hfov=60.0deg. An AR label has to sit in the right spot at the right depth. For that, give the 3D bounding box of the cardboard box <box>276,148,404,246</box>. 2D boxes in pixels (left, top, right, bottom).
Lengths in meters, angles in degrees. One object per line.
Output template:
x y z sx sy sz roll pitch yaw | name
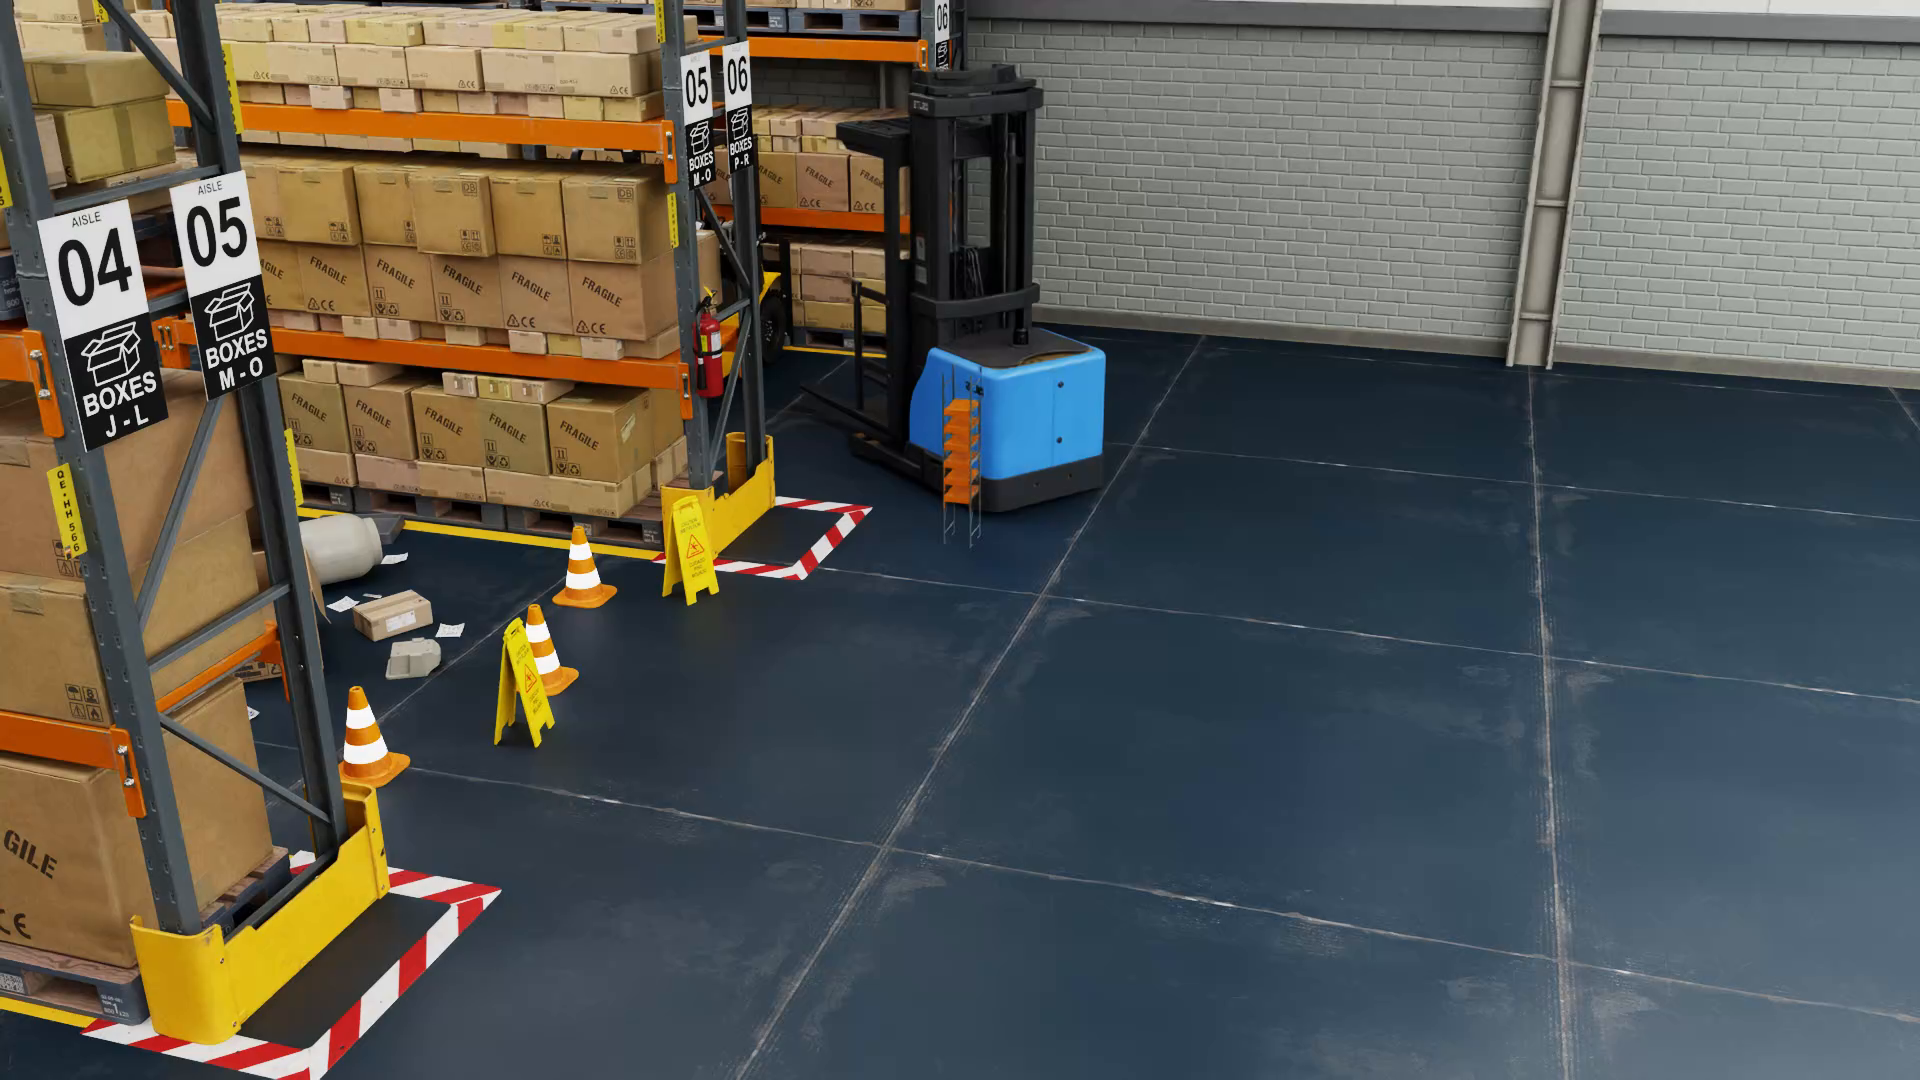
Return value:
-4.079 -2.287 11.051 0.500 0.500 0.700 6 23 14 | cardboard box

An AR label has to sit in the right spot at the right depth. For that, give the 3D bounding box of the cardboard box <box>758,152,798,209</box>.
-1.665 -3.382 15.432 0.500 0.500 0.500 6 23 14 | cardboard box

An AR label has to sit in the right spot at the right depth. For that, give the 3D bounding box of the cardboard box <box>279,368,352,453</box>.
-4.390 -0.948 11.710 0.500 0.500 0.500 8 23 18 | cardboard box

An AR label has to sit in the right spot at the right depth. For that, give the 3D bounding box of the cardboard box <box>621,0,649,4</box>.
-2.885 -4.968 15.123 0.250 0.149 0.380 7 23 17 | cardboard box

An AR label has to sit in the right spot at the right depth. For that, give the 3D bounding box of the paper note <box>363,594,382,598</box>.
-3.676 0.350 10.404 0.123 0.001 0.032 7 23 16 | paper note

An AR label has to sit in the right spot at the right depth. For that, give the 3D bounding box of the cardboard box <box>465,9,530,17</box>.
-3.022 -3.388 10.905 0.250 0.149 0.380 7 23 17 | cardboard box

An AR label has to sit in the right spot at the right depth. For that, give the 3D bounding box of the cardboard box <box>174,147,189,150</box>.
-5.741 -2.754 12.100 0.250 0.149 0.380 6 23 15 | cardboard box

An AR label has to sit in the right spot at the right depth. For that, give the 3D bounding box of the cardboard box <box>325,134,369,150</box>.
-5.967 -3.997 16.600 0.500 0.250 0.500 7 23 16 | cardboard box

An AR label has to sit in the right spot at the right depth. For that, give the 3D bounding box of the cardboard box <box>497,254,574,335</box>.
-2.641 -1.657 10.834 0.500 0.500 0.500 7 23 16 | cardboard box

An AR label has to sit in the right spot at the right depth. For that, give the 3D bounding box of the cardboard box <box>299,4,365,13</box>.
-4.246 -3.539 11.272 0.250 0.149 0.380 7 23 17 | cardboard box

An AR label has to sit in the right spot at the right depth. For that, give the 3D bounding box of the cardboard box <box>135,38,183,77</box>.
-5.051 -3.204 10.982 0.500 0.250 0.500 6 23 14 | cardboard box

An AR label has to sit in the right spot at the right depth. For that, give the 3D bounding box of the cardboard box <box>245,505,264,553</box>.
-4.760 -0.129 10.922 0.500 0.500 0.500 -14 26 -30 | cardboard box

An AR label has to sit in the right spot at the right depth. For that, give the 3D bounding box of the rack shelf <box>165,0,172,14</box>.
-4.811 -2.125 6.067 4.000 0.370 1.077 7 23 16 | rack shelf

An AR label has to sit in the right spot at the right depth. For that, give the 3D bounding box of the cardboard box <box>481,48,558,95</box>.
-2.608 -2.932 10.319 0.500 0.250 0.500 6 23 15 | cardboard box

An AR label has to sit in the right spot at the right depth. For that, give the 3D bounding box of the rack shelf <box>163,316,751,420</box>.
-3.478 -1.344 11.542 4.000 0.370 1.077 7 23 16 | rack shelf

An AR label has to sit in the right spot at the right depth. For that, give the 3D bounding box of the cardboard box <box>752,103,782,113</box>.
-1.865 -4.040 15.787 0.250 0.149 0.380 7 23 16 | cardboard box

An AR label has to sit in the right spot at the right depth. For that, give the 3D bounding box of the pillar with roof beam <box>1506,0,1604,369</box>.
3.961 -4.219 9.697 0.400 9.000 9.100 7 23 16 | pillar with roof beam

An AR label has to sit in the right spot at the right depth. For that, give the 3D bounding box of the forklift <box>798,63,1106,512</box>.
-0.212 -2.050 12.405 1.130 2.935 3.031 -15 27 -32 | forklift

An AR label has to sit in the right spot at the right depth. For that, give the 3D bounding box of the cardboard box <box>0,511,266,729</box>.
-3.265 0.259 6.490 0.550 0.550 0.875 7 23 16 | cardboard box

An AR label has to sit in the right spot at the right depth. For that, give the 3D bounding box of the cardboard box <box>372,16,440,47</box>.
-3.450 -3.184 10.407 0.250 0.149 0.380 7 23 17 | cardboard box

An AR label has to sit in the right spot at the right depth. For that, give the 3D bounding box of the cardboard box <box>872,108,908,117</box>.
-0.629 -3.912 15.475 0.250 0.149 0.380 7 23 17 | cardboard box

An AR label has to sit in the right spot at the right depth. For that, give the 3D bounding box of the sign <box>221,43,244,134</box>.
-2.730 -1.678 6.199 0.005 0.325 0.100 7 23 16 | sign

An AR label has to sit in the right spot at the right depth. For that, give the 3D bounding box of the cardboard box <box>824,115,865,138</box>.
-1.040 -3.743 15.063 0.250 0.149 0.380 7 23 17 | cardboard box

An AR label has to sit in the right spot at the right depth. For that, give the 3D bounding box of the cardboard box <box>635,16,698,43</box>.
-1.845 -3.211 10.473 0.250 0.149 0.380 6 23 15 | cardboard box

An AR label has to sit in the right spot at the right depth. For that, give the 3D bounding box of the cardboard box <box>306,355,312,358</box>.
-4.749 -1.198 12.319 0.500 0.500 0.500 6 23 15 | cardboard box

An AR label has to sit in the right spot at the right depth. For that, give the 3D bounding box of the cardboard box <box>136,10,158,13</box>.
-5.836 -3.618 11.830 0.500 0.250 0.500 6 23 14 | cardboard box

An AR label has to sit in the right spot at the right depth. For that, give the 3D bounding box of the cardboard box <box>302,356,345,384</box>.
-4.311 -1.211 11.497 0.250 0.149 0.380 7 23 18 | cardboard box

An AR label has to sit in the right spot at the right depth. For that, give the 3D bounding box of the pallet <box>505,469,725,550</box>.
-2.404 -0.278 11.668 1.213 0.211 1.003 7 23 16 | pallet

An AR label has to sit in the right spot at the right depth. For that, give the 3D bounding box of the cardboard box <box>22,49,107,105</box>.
-3.364 -1.709 6.126 0.250 0.149 0.380 7 23 16 | cardboard box

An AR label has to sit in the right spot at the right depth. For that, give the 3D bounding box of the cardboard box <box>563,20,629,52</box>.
-2.208 -3.070 10.130 0.250 0.149 0.380 7 23 16 | cardboard box

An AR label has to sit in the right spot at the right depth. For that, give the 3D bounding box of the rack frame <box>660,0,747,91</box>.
-1.563 -4.233 9.732 0.127 3.000 1.000 7 23 16 | rack frame

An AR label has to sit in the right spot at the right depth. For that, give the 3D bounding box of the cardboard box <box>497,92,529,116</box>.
-2.701 -2.775 10.462 0.250 0.149 0.380 7 23 16 | cardboard box

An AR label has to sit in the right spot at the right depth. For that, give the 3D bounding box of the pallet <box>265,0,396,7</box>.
-6.045 -5.275 16.474 1.213 0.211 1.003 8 24 18 | pallet

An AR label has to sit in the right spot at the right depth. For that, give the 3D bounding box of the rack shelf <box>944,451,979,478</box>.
0.014 -0.512 11.055 0.180 0.103 0.258 7 23 16 | rack shelf

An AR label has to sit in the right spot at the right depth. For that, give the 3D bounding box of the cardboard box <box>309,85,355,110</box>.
-3.956 -2.871 10.695 0.250 0.149 0.380 6 23 14 | cardboard box

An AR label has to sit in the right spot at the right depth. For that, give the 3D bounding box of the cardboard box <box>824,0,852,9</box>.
-1.014 -4.754 14.600 0.250 0.149 0.380 6 23 14 | cardboard box

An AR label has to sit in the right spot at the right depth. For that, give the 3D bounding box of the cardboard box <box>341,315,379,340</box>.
-3.962 -1.485 11.269 0.250 0.149 0.380 7 23 16 | cardboard box

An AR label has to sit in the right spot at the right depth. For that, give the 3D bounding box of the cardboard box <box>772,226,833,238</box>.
-1.494 -2.880 16.090 0.500 0.250 0.500 6 23 15 | cardboard box

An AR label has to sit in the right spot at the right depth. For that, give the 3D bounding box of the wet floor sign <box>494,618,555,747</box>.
-2.297 0.725 8.652 0.232 0.644 0.267 3 22 6 | wet floor sign

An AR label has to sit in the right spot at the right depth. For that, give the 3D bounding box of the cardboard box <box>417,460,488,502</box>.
-3.411 -0.485 11.571 0.500 0.250 0.500 6 23 14 | cardboard box

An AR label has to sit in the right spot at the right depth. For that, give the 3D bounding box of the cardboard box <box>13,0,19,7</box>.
-9.314 -5.534 17.055 0.500 0.250 0.500 7 23 16 | cardboard box

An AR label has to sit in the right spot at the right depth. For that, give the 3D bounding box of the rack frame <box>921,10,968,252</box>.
-0.133 -3.261 15.268 0.127 3.000 1.000 7 23 16 | rack frame

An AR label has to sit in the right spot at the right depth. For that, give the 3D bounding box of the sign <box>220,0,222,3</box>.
-5.243 -3.721 11.755 0.005 0.325 0.100 7 23 16 | sign

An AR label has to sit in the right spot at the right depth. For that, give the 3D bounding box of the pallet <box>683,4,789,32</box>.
-1.974 -4.828 15.252 1.213 0.211 1.003 7 23 16 | pallet

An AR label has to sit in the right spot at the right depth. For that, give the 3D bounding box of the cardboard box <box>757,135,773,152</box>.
-1.781 -3.676 15.292 0.250 0.149 0.380 7 23 16 | cardboard box

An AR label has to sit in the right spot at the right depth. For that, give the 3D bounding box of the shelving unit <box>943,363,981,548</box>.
0.014 -0.554 11.038 0.189 1.200 0.258 7 23 16 | shelving unit

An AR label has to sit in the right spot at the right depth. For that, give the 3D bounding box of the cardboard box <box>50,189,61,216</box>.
-3.376 -1.342 6.282 0.250 0.149 0.380 7 23 16 | cardboard box

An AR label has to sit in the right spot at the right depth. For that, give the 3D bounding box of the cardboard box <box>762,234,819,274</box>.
-1.641 -2.689 15.625 0.500 0.250 0.500 7 23 16 | cardboard box

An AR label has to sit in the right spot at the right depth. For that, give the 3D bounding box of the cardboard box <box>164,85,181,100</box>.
-5.163 -3.043 11.114 0.250 0.149 0.380 6 23 15 | cardboard box

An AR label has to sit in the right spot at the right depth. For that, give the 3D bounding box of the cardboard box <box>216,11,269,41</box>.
-4.678 -3.333 10.771 0.250 0.149 0.380 6 23 14 | cardboard box

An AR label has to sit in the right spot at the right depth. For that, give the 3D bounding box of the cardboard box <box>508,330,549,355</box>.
-2.752 -1.345 10.928 0.250 0.149 0.380 7 23 16 | cardboard box

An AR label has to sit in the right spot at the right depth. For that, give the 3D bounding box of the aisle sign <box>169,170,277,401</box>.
-2.742 -0.952 6.213 0.004 0.787 0.394 7 23 16 | aisle sign

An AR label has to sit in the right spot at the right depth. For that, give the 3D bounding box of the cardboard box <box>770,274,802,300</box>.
-1.667 -2.462 15.732 0.500 0.250 0.500 6 23 14 | cardboard box
